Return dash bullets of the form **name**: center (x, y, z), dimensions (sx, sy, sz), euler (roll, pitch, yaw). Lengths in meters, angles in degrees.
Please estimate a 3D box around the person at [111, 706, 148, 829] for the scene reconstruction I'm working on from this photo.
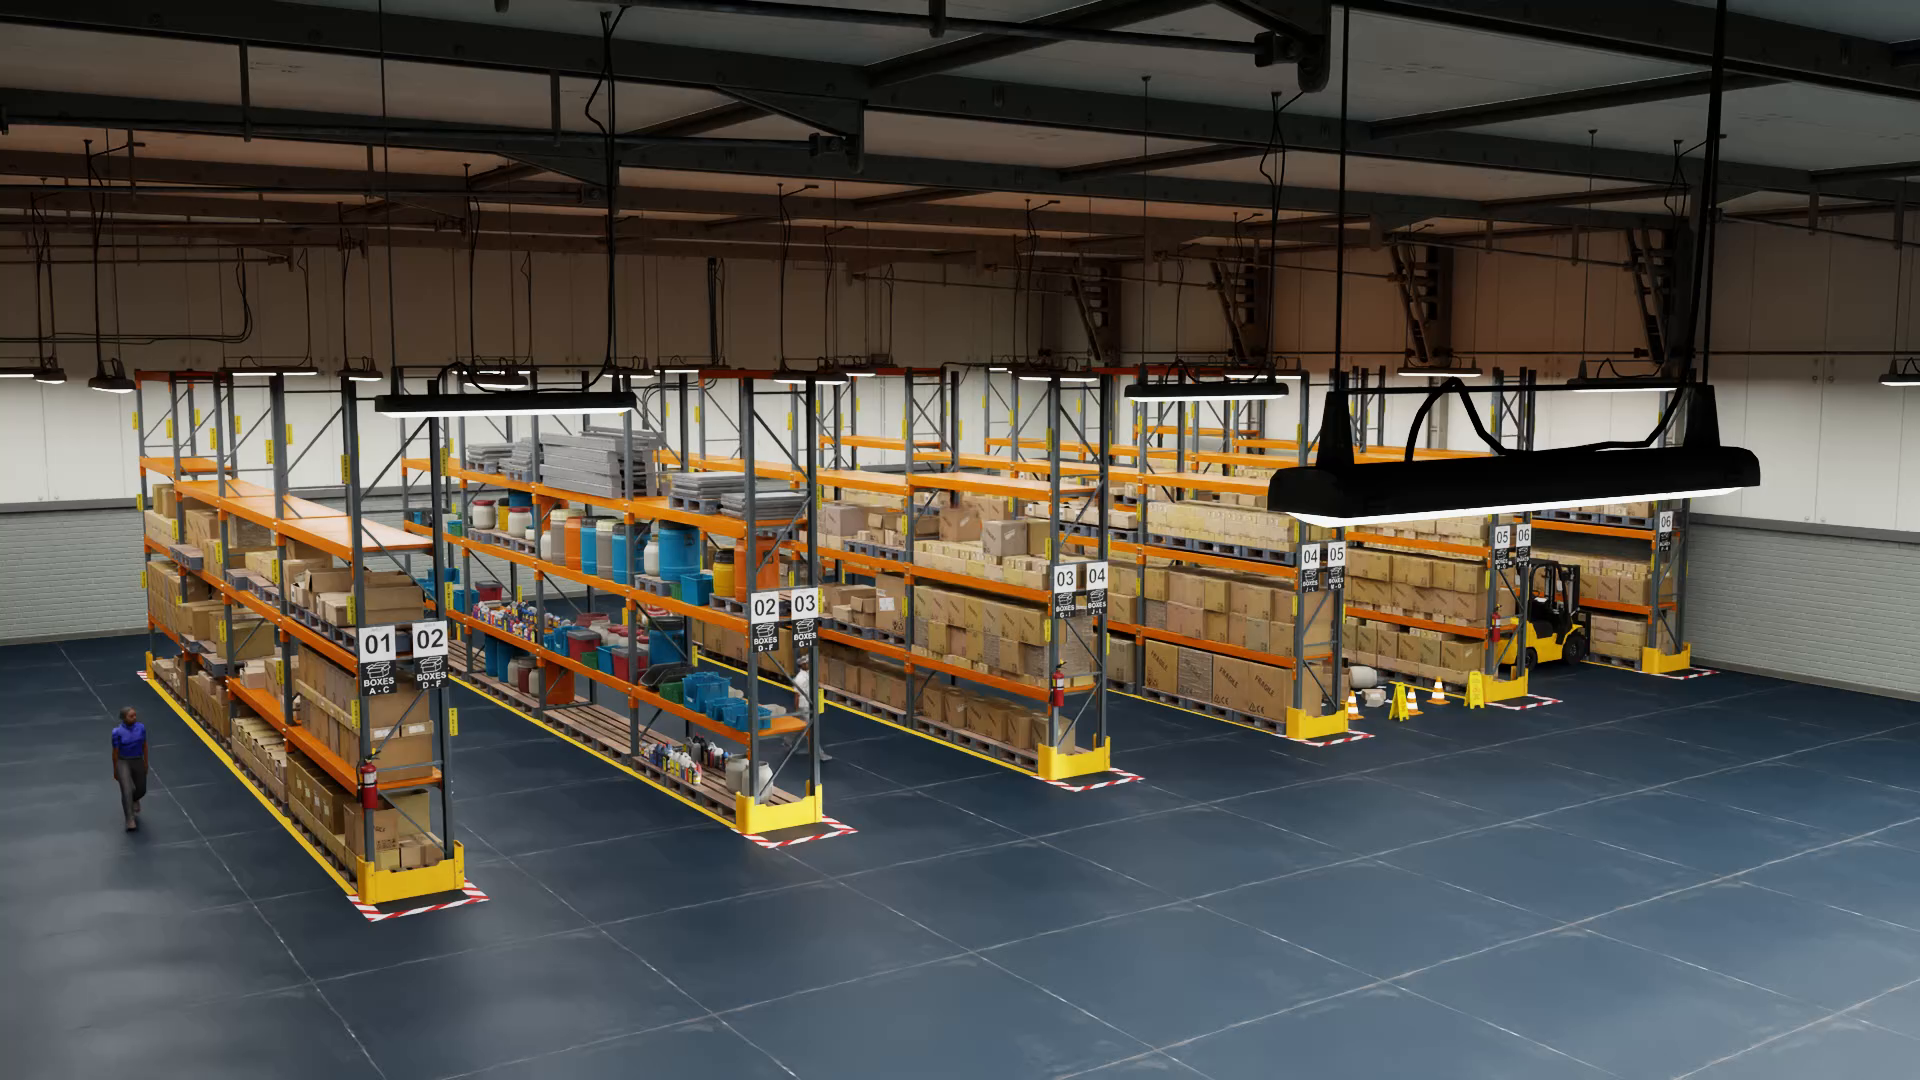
- **person**: center (-11.151, 2.999, 22.336), dimensions (0.448, 1.610, 0.843), euler (-5, 8, -37)

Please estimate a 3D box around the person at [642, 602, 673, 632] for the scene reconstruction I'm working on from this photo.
- **person**: center (-6.176, 1.608, 34.079), dimensions (0.628, 1.793, 0.904), euler (-3, 7, -24)

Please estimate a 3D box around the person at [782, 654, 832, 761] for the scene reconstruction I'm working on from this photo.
- **person**: center (-2.392, 2.571, 25.968), dimensions (1.079, 1.627, 0.510), euler (4, 8, 31)
